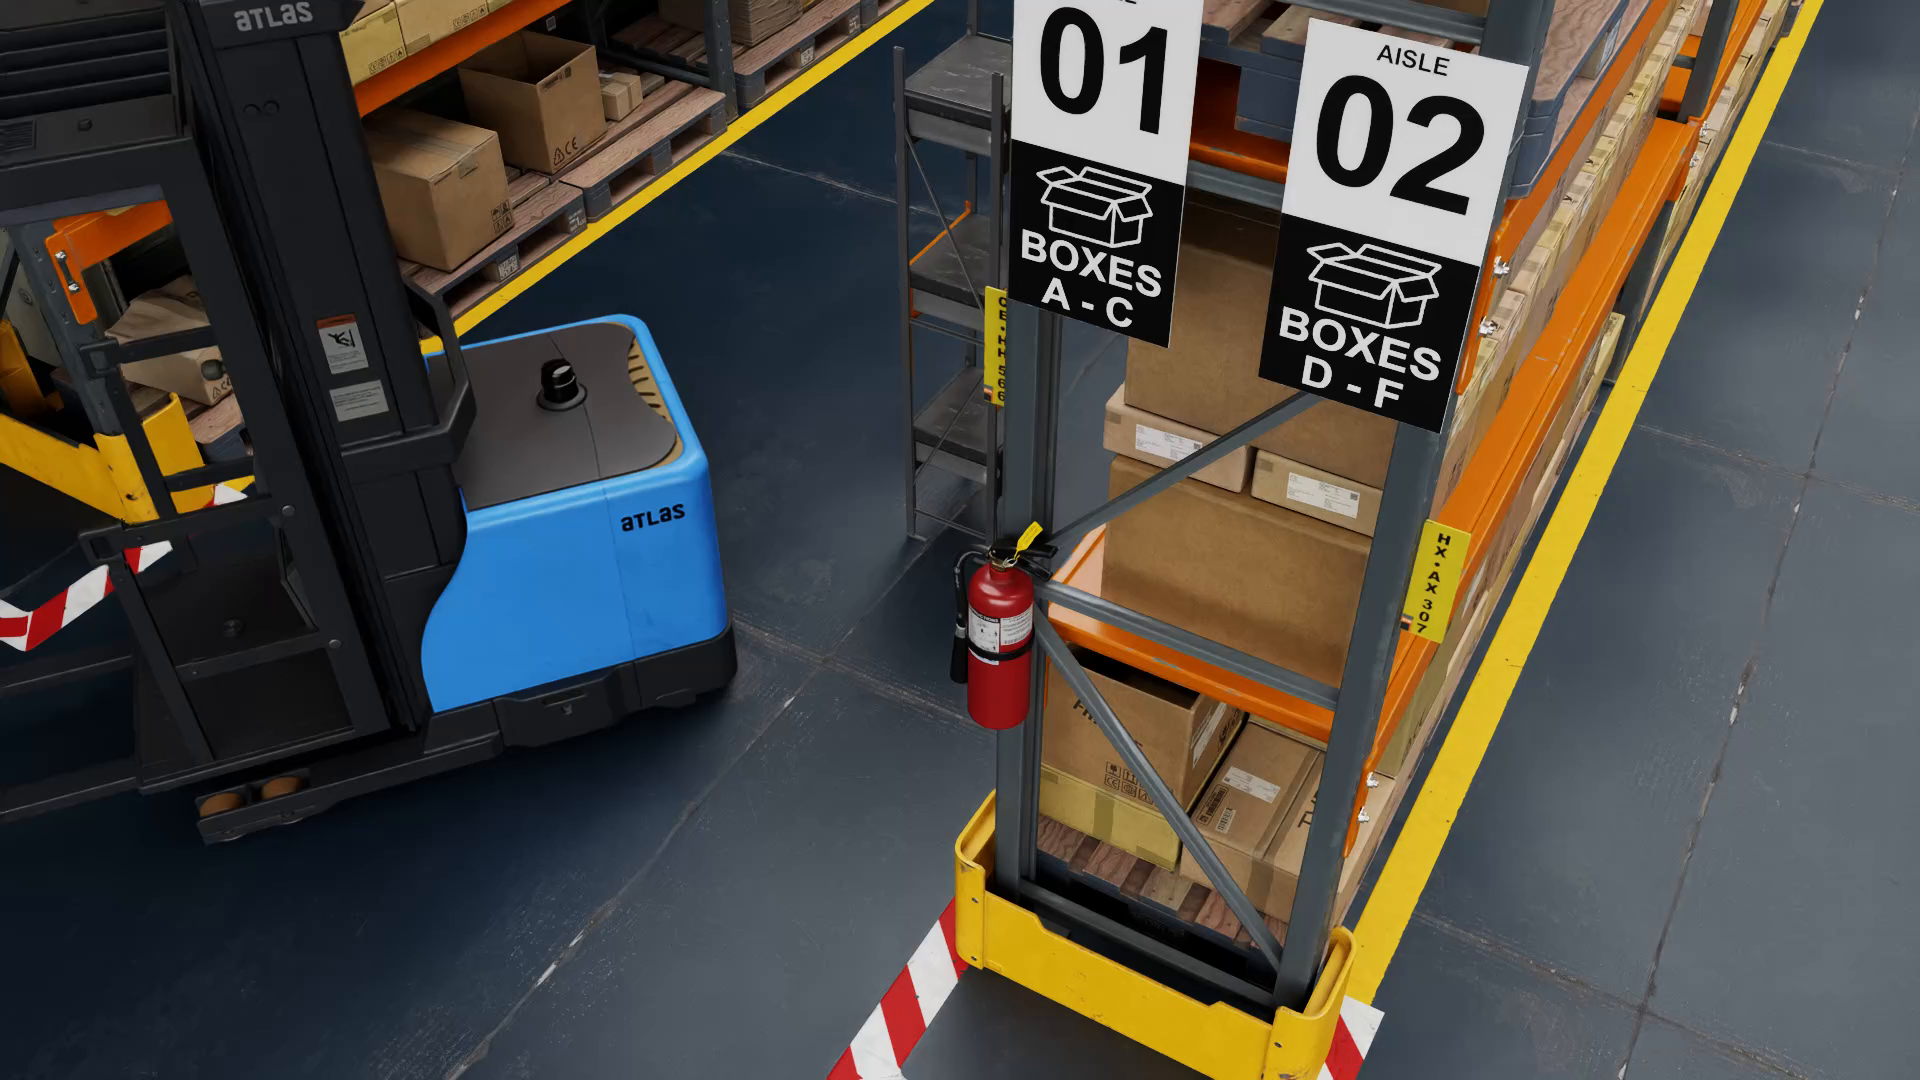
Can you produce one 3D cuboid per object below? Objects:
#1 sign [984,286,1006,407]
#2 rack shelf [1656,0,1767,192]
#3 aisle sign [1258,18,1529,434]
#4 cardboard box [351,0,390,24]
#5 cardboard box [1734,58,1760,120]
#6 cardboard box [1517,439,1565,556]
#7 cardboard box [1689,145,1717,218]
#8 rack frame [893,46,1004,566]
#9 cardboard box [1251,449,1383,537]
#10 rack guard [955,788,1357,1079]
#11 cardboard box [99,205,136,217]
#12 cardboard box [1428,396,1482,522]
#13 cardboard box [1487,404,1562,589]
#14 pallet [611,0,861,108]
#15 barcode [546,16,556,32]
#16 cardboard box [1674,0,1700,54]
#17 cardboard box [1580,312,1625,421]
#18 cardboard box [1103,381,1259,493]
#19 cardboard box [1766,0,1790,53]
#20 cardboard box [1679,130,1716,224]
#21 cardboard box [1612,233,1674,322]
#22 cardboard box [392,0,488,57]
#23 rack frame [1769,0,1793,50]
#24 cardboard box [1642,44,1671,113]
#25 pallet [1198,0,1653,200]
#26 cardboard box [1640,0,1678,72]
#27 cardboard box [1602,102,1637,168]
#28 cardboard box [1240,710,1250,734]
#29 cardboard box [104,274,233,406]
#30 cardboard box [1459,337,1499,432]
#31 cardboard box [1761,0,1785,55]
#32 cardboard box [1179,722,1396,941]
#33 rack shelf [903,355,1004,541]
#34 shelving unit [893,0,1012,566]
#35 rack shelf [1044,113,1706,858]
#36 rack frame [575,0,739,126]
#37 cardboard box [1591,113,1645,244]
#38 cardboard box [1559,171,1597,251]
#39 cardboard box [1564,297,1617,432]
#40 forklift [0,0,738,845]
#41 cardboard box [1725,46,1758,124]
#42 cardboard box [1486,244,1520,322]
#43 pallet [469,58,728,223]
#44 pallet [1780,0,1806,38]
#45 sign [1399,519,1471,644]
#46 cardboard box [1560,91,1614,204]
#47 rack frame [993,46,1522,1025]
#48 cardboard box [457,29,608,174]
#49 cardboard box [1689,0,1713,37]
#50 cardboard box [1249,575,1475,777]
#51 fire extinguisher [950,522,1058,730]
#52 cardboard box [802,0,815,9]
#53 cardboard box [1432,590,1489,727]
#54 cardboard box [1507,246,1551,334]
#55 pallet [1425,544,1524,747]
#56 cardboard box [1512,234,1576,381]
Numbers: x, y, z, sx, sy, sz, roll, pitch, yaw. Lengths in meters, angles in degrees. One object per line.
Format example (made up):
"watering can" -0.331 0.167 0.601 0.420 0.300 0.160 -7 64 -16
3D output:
"sign" 0.103 -0.449 3.935 0.100 0.325 0.005 21 45 22
"rack shelf" 3.568 -2.901 8.319 1.077 0.370 4.000 21 45 22
"aisle sign" 0.798 -0.575 3.166 0.394 0.787 0.004 21 45 22
"cardboard box" -2.706 -2.353 6.684 0.500 0.500 0.500 19 45 21
"cardboard box" 4.008 -2.477 9.055 0.500 0.250 0.500 22 46 23
"cardboard box" 2.028 -0.241 6.517 0.500 0.250 0.500 21 45 22
"cardboard box" 3.497 -1.891 8.390 0.500 0.250 0.500 20 45 21
"rack frame" -0.039 -0.743 6.005 0.400 2.100 0.015 21 45 22
"cardboard box" 0.948 -0.172 4.109 0.380 0.149 0.250 21 45 22
"rack guard" 0.553 1.214 4.993 1.175 0.500 0.348 21 45 22
"cardboard box" -3.206 -1.499 6.281 0.500 0.250 0.500 20 45 21
"cardboard box" 1.069 -0.340 4.791 0.700 0.500 0.500 22 46 23
"cardboard box" 1.779 -0.236 5.943 0.500 0.500 0.500 21 45 22
"pallet" -1.335 -3.062 10.068 1.003 0.211 1.213 21 45 22
"barcode" -2.202 -2.780 8.954 0.001 0.075 0.075 21 45 22
"cardboard box" 2.491 -1.940 6.117 0.380 0.149 0.250 20 45 21
"cardboard box" 2.524 -0.815 7.168 0.500 0.250 0.500 21 45 22
"cardboard box" 0.592 -0.300 4.255 0.380 0.149 0.250 20 45 21
"cardboard box" 4.517 -3.059 9.717 0.500 0.250 0.500 22 46 23
"cardboard box" 3.245 -1.802 7.865 0.500 0.311 0.500 20 45 22
"cardboard box" 2.983 -1.301 7.721 0.500 0.250 0.500 20 45 21
"cardboard box" -2.444 -2.379 7.281 0.500 0.250 0.500 21 46 22
"rack frame" 4.569 -4.315 9.381 1.000 3.000 0.127 21 45 22
"cardboard box" 2.232 -1.639 5.775 0.380 0.149 0.250 21 45 22
"pallet" 0.942 -1.226 3.670 1.003 0.211 1.213 21 45 22
"cardboard box" 2.099 -2.006 5.700 0.700 0.500 0.500 21 45 22
"cardboard box" 1.980 -1.355 5.453 0.380 0.149 0.250 22 46 23
"cardboard box" 0.818 0.442 5.741 0.500 0.250 0.500 21 45 22
"cardboard box" -3.301 -0.896 7.200 0.500 0.311 0.500 16 44 17
"cardboard box" 1.204 -0.466 4.443 0.380 0.149 0.250 21 46 22
"cardboard box" 4.265 -2.971 9.192 0.500 0.311 0.500 20 45 21
"cardboard box" 1.026 0.903 5.218 0.500 0.250 0.500 21 45 22
"rack shelf" 0.083 -0.347 6.635 0.431 0.518 0.480 21 45 22
"shelving unit" 0.083 -0.883 6.164 0.431 2.100 0.503 21 45 22
"rack shelf" 1.566 -0.612 5.720 1.077 0.370 4.000 21 45 22
"rack frame" -1.724 -3.663 8.640 1.000 3.000 0.127 21 45 22
"cardboard box" 2.092 -1.504 6.113 0.700 0.500 0.500 20 45 22
"cardboard box" 1.718 -1.051 5.108 0.380 0.149 0.250 21 46 22
"cardboard box" 2.264 -0.814 6.600 0.500 0.500 0.500 21 45 22
"forklift" -2.385 -0.484 5.082 3.031 2.935 1.130 -15 43 -16
"cardboard box" 3.758 -2.397 8.541 0.500 0.311 0.500 22 46 23
"cardboard box" 1.095 -0.858 4.398 0.700 0.500 0.500 20 45 21
"pallet" -2.029 -2.220 9.112 1.003 0.211 1.213 21 45 22
"pallet" 4.975 -3.684 10.773 1.003 0.211 1.213 21 45 22
"sign" 1.043 0.095 3.658 0.100 0.325 0.005 21 45 22
"cardboard box" 1.597 -1.434 5.051 0.700 0.500 0.500 21 46 22
"rack frame" 0.565 0.262 4.183 1.000 3.000 0.127 21 45 22
"cardboard box" -2.208 -2.283 8.631 0.500 0.500 0.500 18 44 19
"cardboard box" 3.188 -2.372 7.364 0.380 0.149 0.250 21 45 22
"cardboard box" 1.275 0.335 5.295 0.500 0.500 0.500 21 45 22
"fire extinguisher" 0.104 0.205 4.306 0.296 0.674 0.183 21 45 22
"cardboard box" -1.155 -3.629 10.159 0.700 0.500 0.500 20 45 21
"cardboard box" 1.524 0.330 5.868 0.500 0.250 0.500 21 45 22
"cardboard box" 1.464 -0.763 4.781 0.380 0.149 0.250 19 45 21
"pallet" 1.523 0.162 6.406 1.003 0.211 1.213 21 45 22
"cardboard box" 1.582 -0.925 5.455 0.700 0.500 0.500 22 46 23
